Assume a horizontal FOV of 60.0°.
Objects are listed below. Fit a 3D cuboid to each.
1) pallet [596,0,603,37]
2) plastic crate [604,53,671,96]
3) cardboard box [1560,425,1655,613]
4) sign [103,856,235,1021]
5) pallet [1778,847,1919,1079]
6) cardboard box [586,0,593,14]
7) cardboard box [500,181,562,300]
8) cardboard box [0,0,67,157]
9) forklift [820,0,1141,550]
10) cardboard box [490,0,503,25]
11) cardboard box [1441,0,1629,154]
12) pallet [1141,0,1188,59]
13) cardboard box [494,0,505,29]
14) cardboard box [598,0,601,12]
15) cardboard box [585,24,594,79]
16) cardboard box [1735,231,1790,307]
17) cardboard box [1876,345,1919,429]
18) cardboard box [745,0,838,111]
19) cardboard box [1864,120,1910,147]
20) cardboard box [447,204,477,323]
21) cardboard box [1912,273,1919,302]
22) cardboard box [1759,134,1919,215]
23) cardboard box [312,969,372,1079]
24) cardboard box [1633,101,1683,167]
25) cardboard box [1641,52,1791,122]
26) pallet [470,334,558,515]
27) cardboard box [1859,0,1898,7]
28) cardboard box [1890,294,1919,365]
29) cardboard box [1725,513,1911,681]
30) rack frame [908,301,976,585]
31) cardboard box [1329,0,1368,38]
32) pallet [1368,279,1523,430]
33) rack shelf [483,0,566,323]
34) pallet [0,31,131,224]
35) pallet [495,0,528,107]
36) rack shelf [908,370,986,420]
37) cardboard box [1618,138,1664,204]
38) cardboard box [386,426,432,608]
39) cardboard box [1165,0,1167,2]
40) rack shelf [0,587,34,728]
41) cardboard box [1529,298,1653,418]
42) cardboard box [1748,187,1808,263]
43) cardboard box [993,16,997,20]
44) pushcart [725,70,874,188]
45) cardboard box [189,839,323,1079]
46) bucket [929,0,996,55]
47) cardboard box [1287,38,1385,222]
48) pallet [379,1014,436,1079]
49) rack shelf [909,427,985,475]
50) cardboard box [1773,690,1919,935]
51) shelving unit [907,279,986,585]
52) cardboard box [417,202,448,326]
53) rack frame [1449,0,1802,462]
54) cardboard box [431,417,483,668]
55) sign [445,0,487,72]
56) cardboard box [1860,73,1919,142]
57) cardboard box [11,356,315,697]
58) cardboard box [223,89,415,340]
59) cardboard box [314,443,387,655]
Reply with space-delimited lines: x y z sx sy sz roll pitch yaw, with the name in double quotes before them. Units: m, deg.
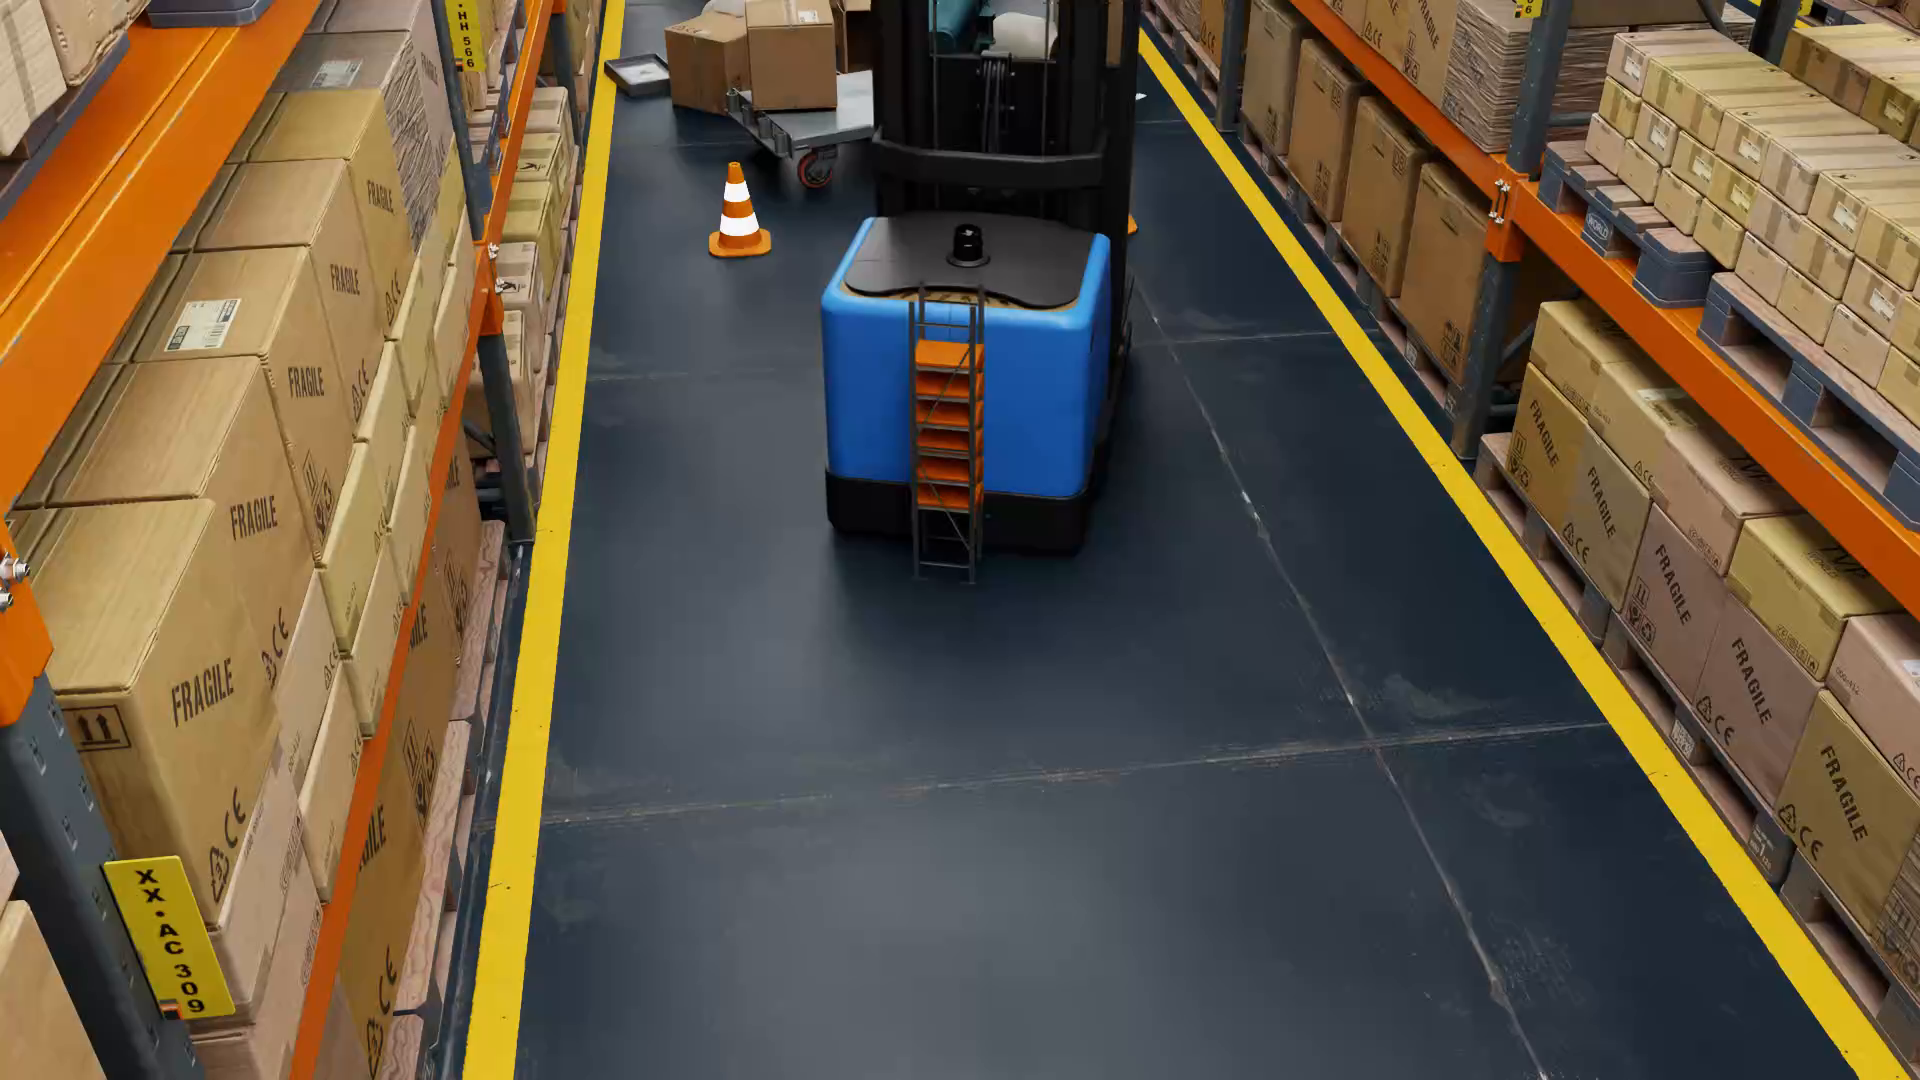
"pallet" -3.216 -4.034 12.482 1.003 0.211 1.213 -4 35 -6
"plastic crate" -2.161 -3.184 11.351 0.402 0.080 0.583 -16 38 -23
"cardboard box" 2.581 -0.098 6.077 0.500 0.500 0.500 -4 34 -6
"sign" -1.136 0.579 2.398 0.100 0.325 0.005 -4 35 -6
"pallet" 3.099 1.299 4.657 1.003 0.211 1.213 -4 35 -6
"cardboard box" -2.726 -3.737 10.972 0.500 0.500 0.500 -3 34 -4
"cardboard box" -2.494 -1.459 8.187 0.950 0.372 0.625 -3 34 -5
"cardboard box" -1.407 -0.651 2.125 0.396 0.266 0.258 -5 35 -7
"forklift" 0.223 -1.993 7.071 1.130 2.935 3.031 6 35 8
"cardboard box" -2.210 -2.413 6.901 0.500 0.500 0.500 -4 34 -6
"cardboard box" 2.341 -1.924 6.821 0.500 0.500 0.500 -4 35 -6
"pallet" 1.937 -3.844 12.203 1.003 0.211 1.213 -4 35 -6
"cardboard box" -2.253 -2.391 7.445 0.380 0.149 0.250 -3 34 -5
"cardboard box" -2.863 -4.001 12.027 0.500 0.250 0.500 -4 35 -6
"cardboard box" -2.657 -3.136 10.757 0.500 0.250 0.500 -3 34 -4
"cardboard box" 2.676 -0.857 5.194 0.380 0.149 0.250 -3 34 -5
"cardboard box" 2.777 -0.422 4.557 0.380 0.149 0.250 -3 34 -4
"cardboard box" -1.002 -2.884 9.865 0.500 0.500 0.500 -4 35 -6
"cardboard box" 3.261 -1.308 5.591 0.380 0.149 0.250 -4 34 -5
"cardboard box" -1.899 -0.896 5.534 0.500 0.250 0.500 -6 35 -8
"cardboard box" 2.783 -0.672 4.394 0.380 0.149 0.250 -6 35 -9
"cardboard box" 2.678 -1.109 5.035 0.380 0.149 0.250 -3 34 -4
"cardboard box" -1.849 1.376 3.580 0.875 0.875 0.875 -3 34 -5
"cardboard box" 2.572 -1.408 5.739 0.380 0.149 0.250 -3 34 -4
"cardboard box" 2.576 -1.545 5.675 0.380 0.149 0.250 -5 35 -8
"pallet" -2.328 -0.504 7.302 1.003 0.211 1.213 -4 35 -6
"cardboard box" 6.798 -4.229 12.139 0.500 0.500 0.500 -7 35 -11
"cardboard box" 2.775 -0.554 4.486 0.380 0.149 0.250 -4 35 -6
"cardboard box" 2.714 0.152 5.044 0.500 0.250 0.500 -6 35 -8
"rack frame" -0.063 -0.331 6.171 0.240 1.200 0.006 6 35 8
"cardboard box" 2.135 -2.767 8.058 0.500 0.500 0.500 -4 34 -6
"pallet" 2.636 -0.945 7.949 1.003 0.211 1.213 -4 35 -6
"rack shelf" -2.493 -2.039 7.717 1.077 0.370 4.000 -4 35 -6
"pallet" -1.858 -0.656 2.556 0.805 0.209 1.217 -6 35 -8
"pallet" -2.531 -2.243 7.547 1.003 0.211 1.213 -4 35 -6
"rack shelf" -0.047 -0.544 6.135 0.258 0.103 0.180 6 35 8
"cardboard box" 2.563 -1.307 5.854 0.380 0.149 0.250 -3 34 -4
"cardboard box" -1.666 -0.047 4.289 0.500 0.250 0.500 -5 35 -7
"cardboard box" 1.868 -4.547 12.272 0.875 0.875 0.875 -5 35 -7
"rack shelf" -1.417 1.186 0.322 1.077 0.370 4.000 -4 35 -6
"cardboard box" 2.520 -0.699 6.293 0.500 0.250 0.500 -6 35 -9
"cardboard box" 2.678 -0.980 5.110 0.380 0.149 0.250 -4 35 -6
"cardboard box" 0.073 -3.574 11.758 0.396 0.266 0.258 1 34 2
"pushcart" -0.510 -2.569 10.185 1.648 0.377 0.936 -16 38 -23
"cardboard box" -1.484 0.808 3.033 0.500 0.250 0.500 -5 35 -7
"bucket" -0.174 -3.060 10.134 0.726 0.611 0.620 7 45 10
"cardboard box" 2.428 -2.249 9.012 1.050 0.750 0.750 -4 35 -6
"pallet" -1.865 1.739 4.010 1.003 0.211 1.213 -4 35 -6
"rack shelf" -0.047 -0.345 6.270 0.258 0.103 0.180 6 35 8
"cardboard box" 2.787 0.760 4.818 0.500 0.500 0.500 -5 35 -8
"shelving unit" -0.047 -0.382 6.245 0.258 1.200 0.189 6 35 8
"cardboard box" -1.835 -0.828 4.991 0.500 0.250 0.500 -5 35 -8
"rack frame" 2.667 -1.652 6.510 1.000 3.000 0.127 -4 35 -6
"cardboard box" -2.214 -0.124 5.782 0.875 0.875 0.875 -5 35 -7
"sign" -1.675 -1.743 5.615 0.100 0.325 0.005 -4 35 -6
"cardboard box" 3.254 -1.442 5.524 0.380 0.149 0.250 -3 34 -5
"cardboard box" -1.556 0.008 3.098 0.500 0.500 0.500 -5 35 -7
"cardboard box" -1.758 -0.843 4.346 0.500 0.500 0.500 -4 35 -6
"cardboard box" -1.605 0.028 3.735 0.500 0.250 0.500 -4 34 -6
